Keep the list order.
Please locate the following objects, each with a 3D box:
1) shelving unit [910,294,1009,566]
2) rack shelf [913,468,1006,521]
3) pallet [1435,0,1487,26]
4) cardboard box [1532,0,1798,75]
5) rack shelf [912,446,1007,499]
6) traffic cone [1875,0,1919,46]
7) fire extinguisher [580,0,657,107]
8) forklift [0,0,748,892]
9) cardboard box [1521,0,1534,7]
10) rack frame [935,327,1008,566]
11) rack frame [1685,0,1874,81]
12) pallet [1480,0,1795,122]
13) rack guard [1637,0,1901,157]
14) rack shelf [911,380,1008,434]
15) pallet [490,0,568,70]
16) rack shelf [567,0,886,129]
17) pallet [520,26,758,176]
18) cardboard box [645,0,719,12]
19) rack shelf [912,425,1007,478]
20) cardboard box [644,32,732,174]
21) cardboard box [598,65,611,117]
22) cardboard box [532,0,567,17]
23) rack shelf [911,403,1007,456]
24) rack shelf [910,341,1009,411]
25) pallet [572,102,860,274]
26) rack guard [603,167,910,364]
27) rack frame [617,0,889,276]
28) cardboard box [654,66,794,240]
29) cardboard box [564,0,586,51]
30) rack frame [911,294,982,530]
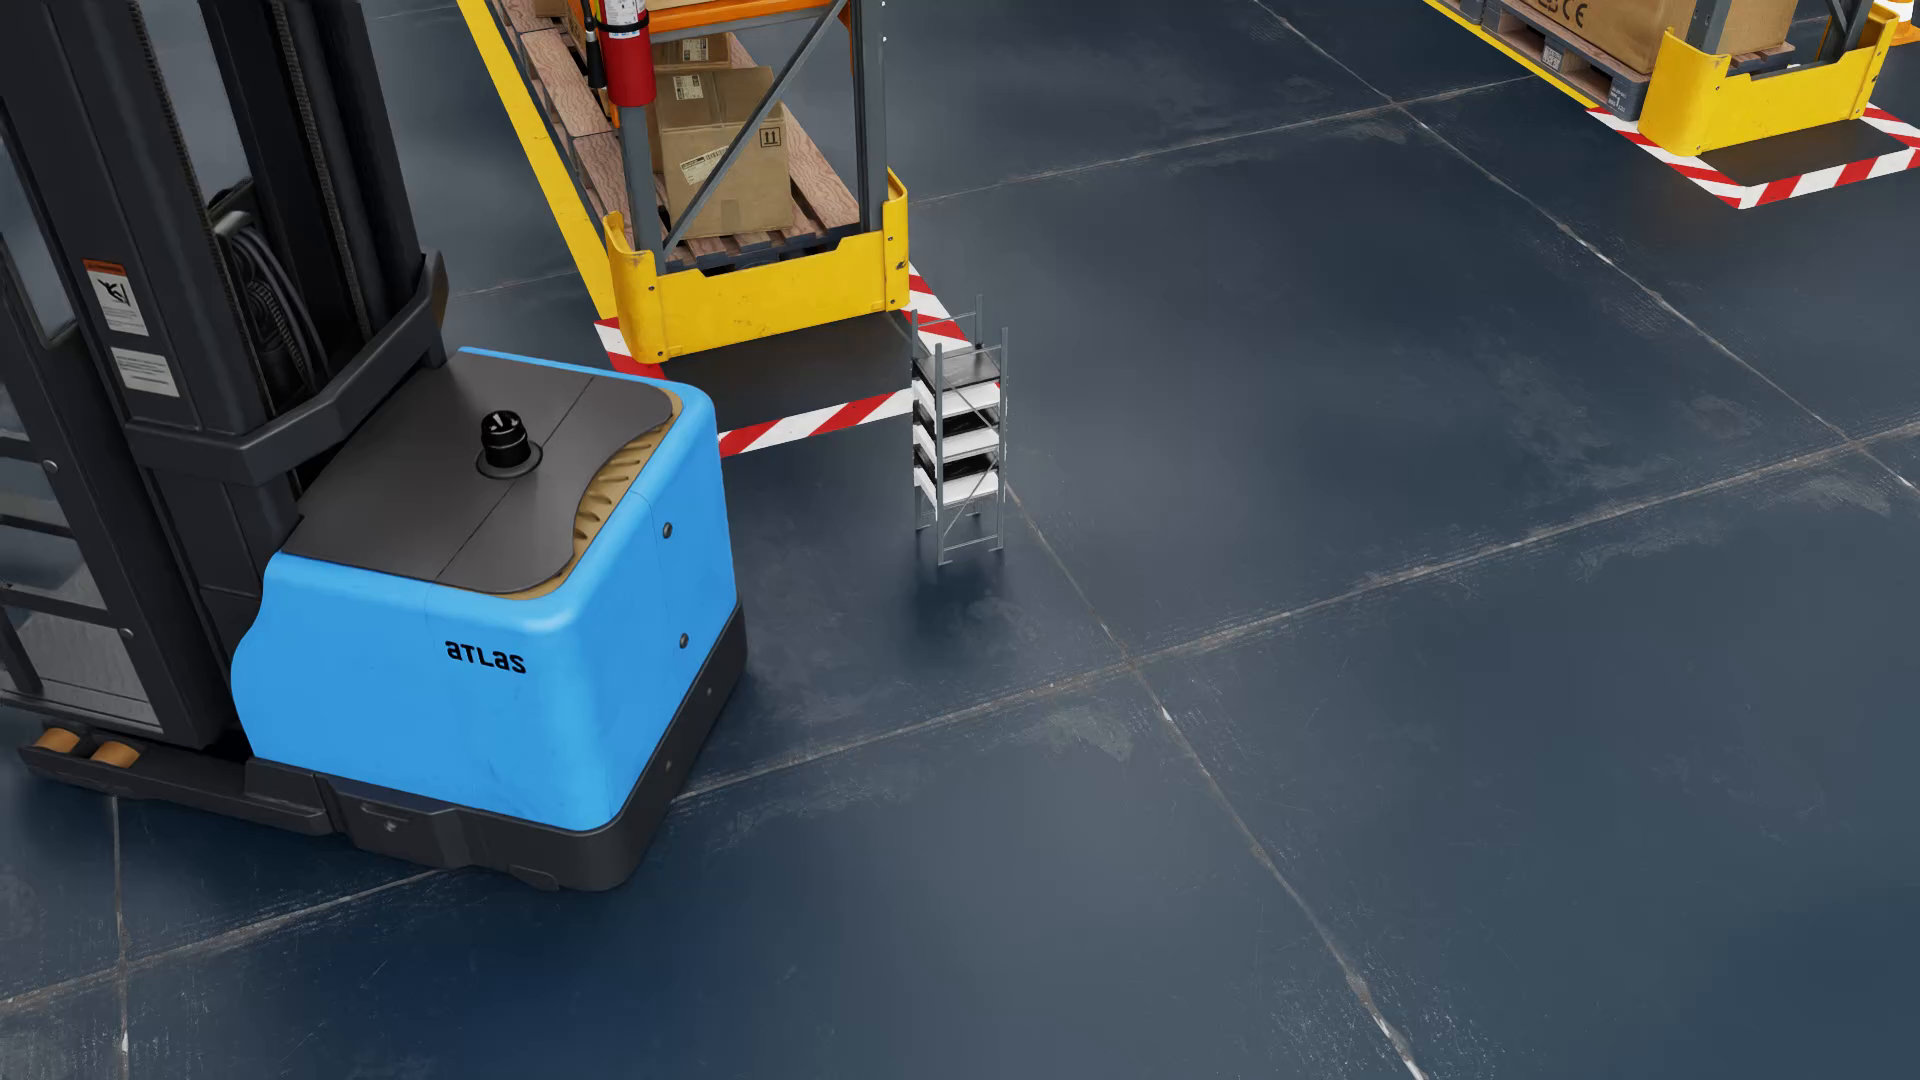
[{"bbox_3d":[-0.003,-0.346,5.462,0.258,0.900,0.210,-15,43,-17],"label":"shelving unit"},{"bbox_3d":[-0.003,-0.184,5.601,0.258,0.077,0.200,-15,43,-17],"label":"rack shelf"},{"bbox_3d":[3.015,-3.336,9.467,1.003,0.211,1.213,-15,43,-17],"label":"pallet"},{"bbox_3d":[3.535,-2.943,8.179,0.875,0.875,0.875,-15,43,-17],"label":"cardboard box"},{"bbox_3d":[-0.003,-0.253,5.543,0.258,0.077,0.200,-15,43,-17],"label":"rack shelf"},{"bbox_3d":[4.965,-2.909,8.778,0.336,0.463,0.334,-15,43,-17],"label":"traffic cone"},{"bbox_3d":[-1.147,-1.807,5.611,0.296,0.674,0.183,-15,43,-17],"label":"fire extinguisher"},{"bbox_3d":[-2.240,-0.680,4.293,3.031,2.935,1.130,10,42,12],"label":"forklift"},{"bbox_3d":[3.197,-3.472,8.795,0.875,0.875,0.875,-16,43,-18],"label":"cardboard box"},{"bbox_3d":[0.036,-0.285,5.391,0.240,0.900,0.006,-15,43,-17],"label":"rack frame"},{"bbox_3d":[3.856,-3.197,7.167,1.000,3.000,0.127,-15,43,-17],"label":"rack frame"},{"bbox_3d":[3.478,-2.602,8.614,1.003,0.211,1.213,-15,43,-17],"label":"pallet"},{"bbox_3d":[3.865,-2.235,7.966,1.175,0.500,0.348,-15,43,-17],"label":"rack guard"},{"bbox_3d":[-0.003,-0.457,5.367,0.258,0.077,0.200,-15,43,-17],"label":"rack shelf"},{"bbox_3d":[-2.006,-2.977,9.050,1.003,0.211,1.213,-15,43,-17],"label":"pallet"},{"bbox_3d":[-1.530,-2.953,7.435,1.077,0.370,4.000,-15,43,-17],"label":"rack shelf"},{"bbox_3d":[-1.535,-2.241,8.194,1.003,0.211,1.213,-15,43,-17],"label":"pallet"},{"bbox_3d":[-1.065,-2.046,6.021,0.380,0.149,0.250,-15,43,-17],"label":"cardboard box"},{"bbox_3d":[-0.003,-0.321,5.484,0.258,0.077,0.200,-15,43,-17],"label":"rack shelf"},{"bbox_3d":[-1.249,-1.964,7.328,0.500,0.500,0.500,-5,41,-6],"label":"cardboard box"},{"bbox_3d":[-1.471,-2.346,7.772,0.500,0.500,0.500,-11,42,-13],"label":"cardboard box"},{"bbox_3d":[-1.953,-3.048,8.589,0.500,0.500,0.500,-3,41,-3],"label":"cardboard box"},{"bbox_3d":[-0.003,-0.389,5.425,0.258,0.077,0.200,-15,43,-17],"label":"rack shelf"},{"bbox_3d":[-0.003,-0.526,5.308,0.258,0.077,0.200,-15,43,-17],"label":"rack shelf"},{"bbox_3d":[-1.072,-1.507,7.341,1.003,0.211,1.213,-15,43,-17],"label":"pallet"},{"bbox_3d":[-0.794,-1.119,6.667,1.175,0.500,0.348,-15,43,-17],"label":"rack guard"},{"bbox_3d":[-0.765,-2.021,5.799,1.000,3.000,0.127,-15,43,-17],"label":"rack frame"},{"bbox_3d":[-0.989,-1.612,6.920,0.500,0.500,0.500,-8,41,-9],"label":"cardboard box"},{"bbox_3d":[-1.643,-2.693,8.176,0.500,0.500,0.500,-19,44,-21],"label":"cardboard box"},{"bbox_3d":[-0.042,-0.407,5.534,0.240,0.900,0.006,-15,43,-17],"label":"rack frame"}]
